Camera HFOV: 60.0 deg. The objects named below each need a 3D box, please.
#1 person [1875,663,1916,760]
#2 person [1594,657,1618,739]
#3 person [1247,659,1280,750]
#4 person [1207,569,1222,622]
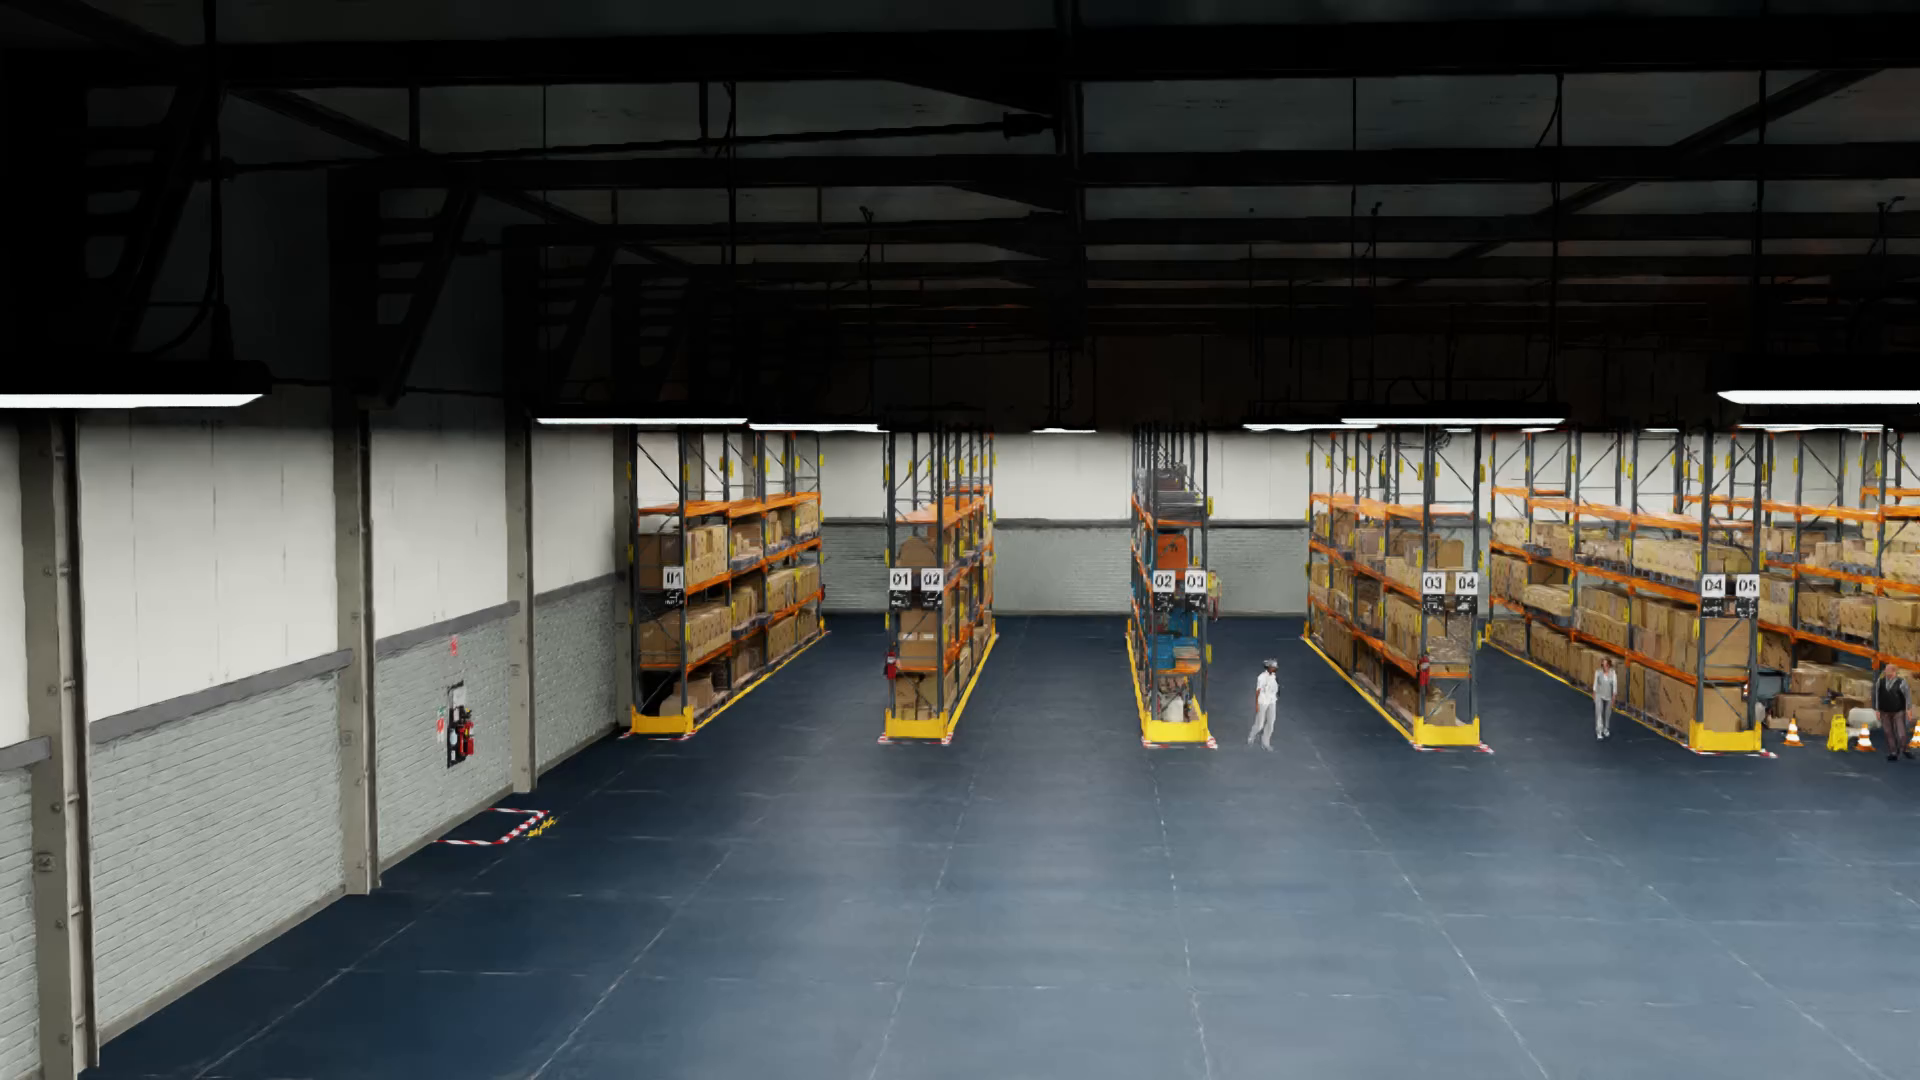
[{"bbox_3d":[16.434,3.017,29.203,0.464,1.708,0.653,-3,5,-42],"label":"person"},{"bbox_3d":[12.162,2.955,31.337,0.410,1.529,0.958,1,4,14],"label":"person"},{"bbox_3d":[5.518,2.976,30.324,0.514,1.663,0.542,-2,4,-32],"label":"person"},{"bbox_3d":[7.728,1.700,50.940,0.598,1.619,0.507,0,4,2],"label":"person"}]
